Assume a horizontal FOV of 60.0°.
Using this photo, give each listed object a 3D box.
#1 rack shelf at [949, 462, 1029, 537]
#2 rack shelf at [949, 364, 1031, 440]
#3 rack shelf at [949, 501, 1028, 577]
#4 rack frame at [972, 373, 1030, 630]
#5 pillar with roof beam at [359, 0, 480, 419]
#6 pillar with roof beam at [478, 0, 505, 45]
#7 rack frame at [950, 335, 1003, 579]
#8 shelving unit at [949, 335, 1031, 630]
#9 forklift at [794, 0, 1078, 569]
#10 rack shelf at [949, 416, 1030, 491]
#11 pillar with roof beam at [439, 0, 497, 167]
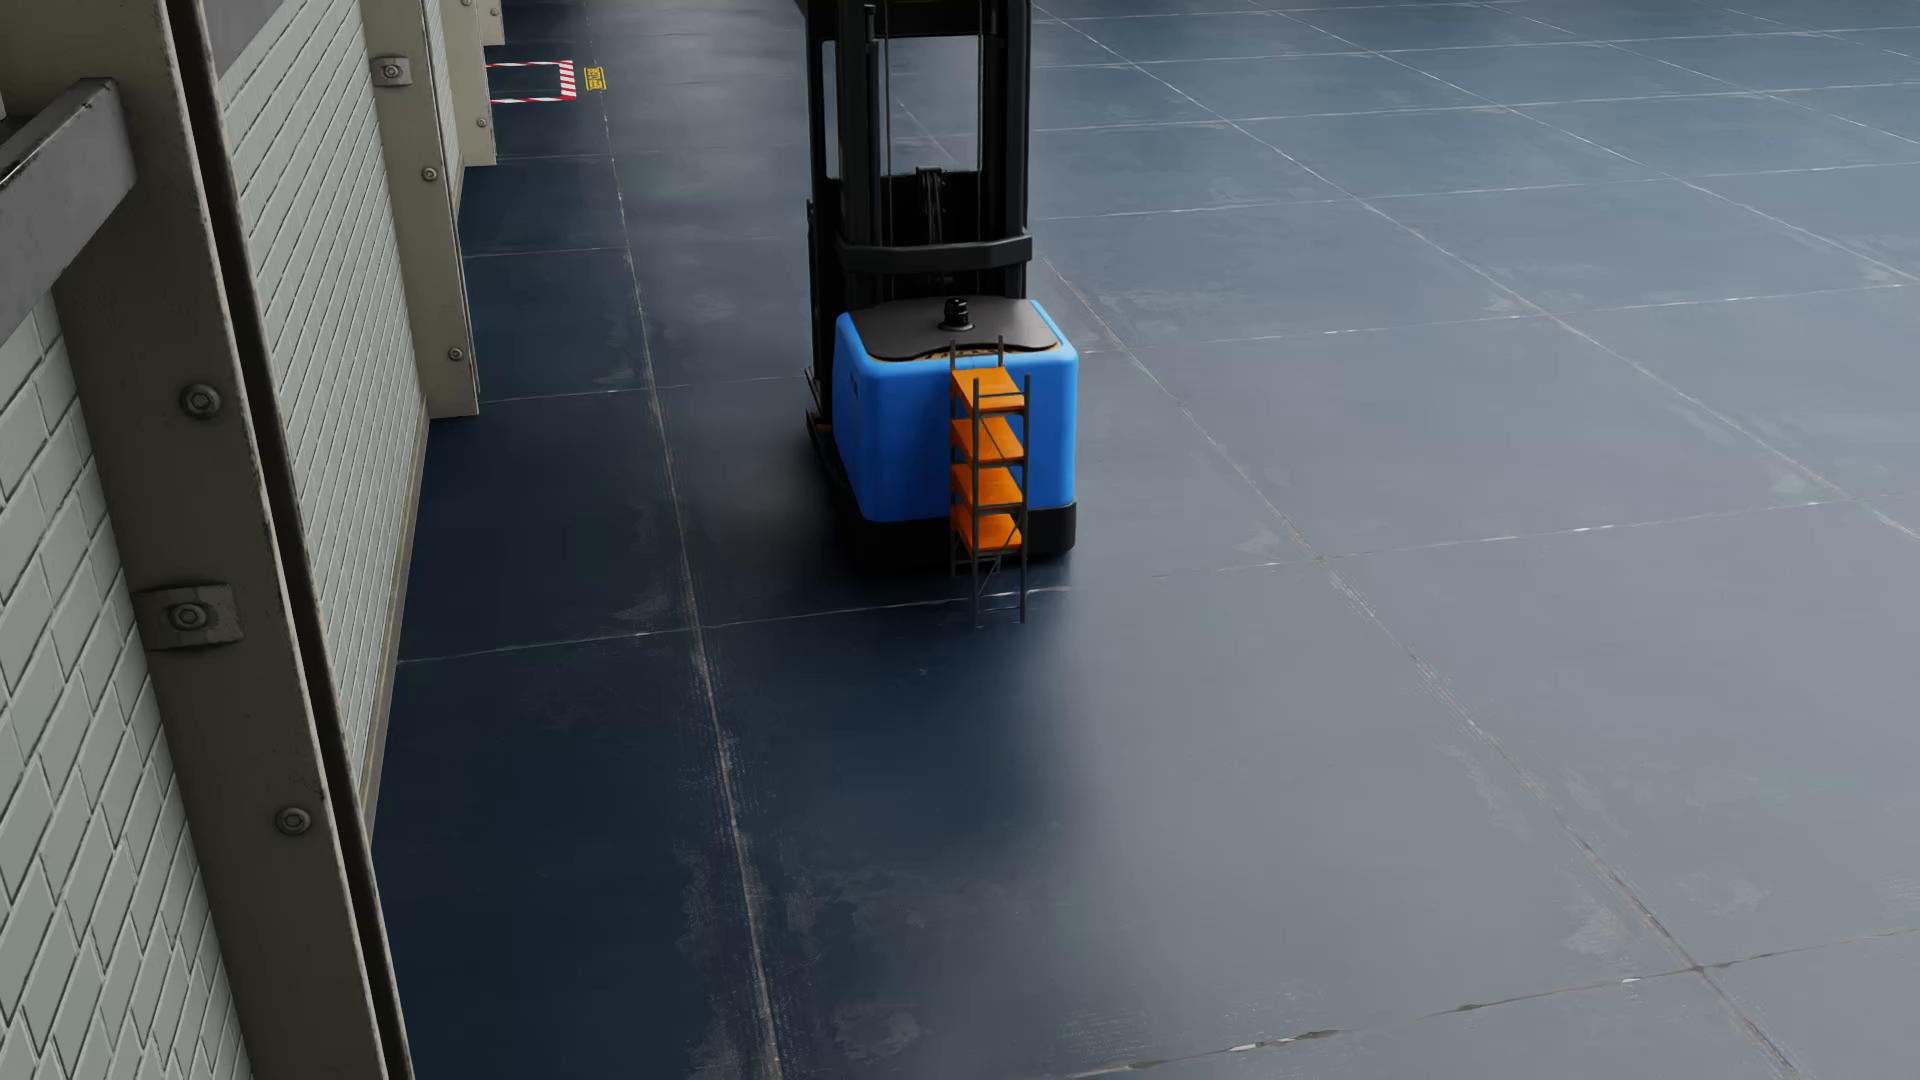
[{"bbox_3d":[0.124,-0.196,7.456,0.258,0.148,0.480,-5,27,-11],"label":"rack shelf"},{"bbox_3d":[0.124,-0.607,7.249,0.258,0.148,0.480,-5,27,-11],"label":"rack shelf"},{"bbox_3d":[0.124,-0.019,7.546,0.258,0.148,0.480,-5,27,-11],"label":"rack shelf"},{"bbox_3d":[0.175,-0.149,7.213,0.240,1.200,0.015,-5,27,-11],"label":"rack frame"},{"bbox_3d":[1.190,-5.257,8.678,9.100,9.000,0.400,-6,27,-12],"label":"pillar with roof beam"},{"bbox_3d":[-1.515,-10.525,19.115,9.100,9.000,0.400,-6,27,-12],"label":"pillar with roof beam"},{"bbox_3d":[0.074,-0.364,7.639,0.240,1.200,0.015,-5,27,-11],"label":"rack frame"},{"bbox_3d":[0.124,-0.256,7.426,0.258,1.200,0.503,-5,27,-11],"label":"shelving unit"},{"bbox_3d":[-0.249,-1.813,8.589,1.130,2.935,3.031,-5,27,-11],"label":"forklift"},{"bbox_3d":[0.124,-0.396,7.355,0.258,0.148,0.480,-5,27,-11],"label":"rack shelf"},{"bbox_3d":[-0.162,-7.891,13.897,9.100,9.000,0.400,-6,27,-12],"label":"pillar with roof beam"}]
